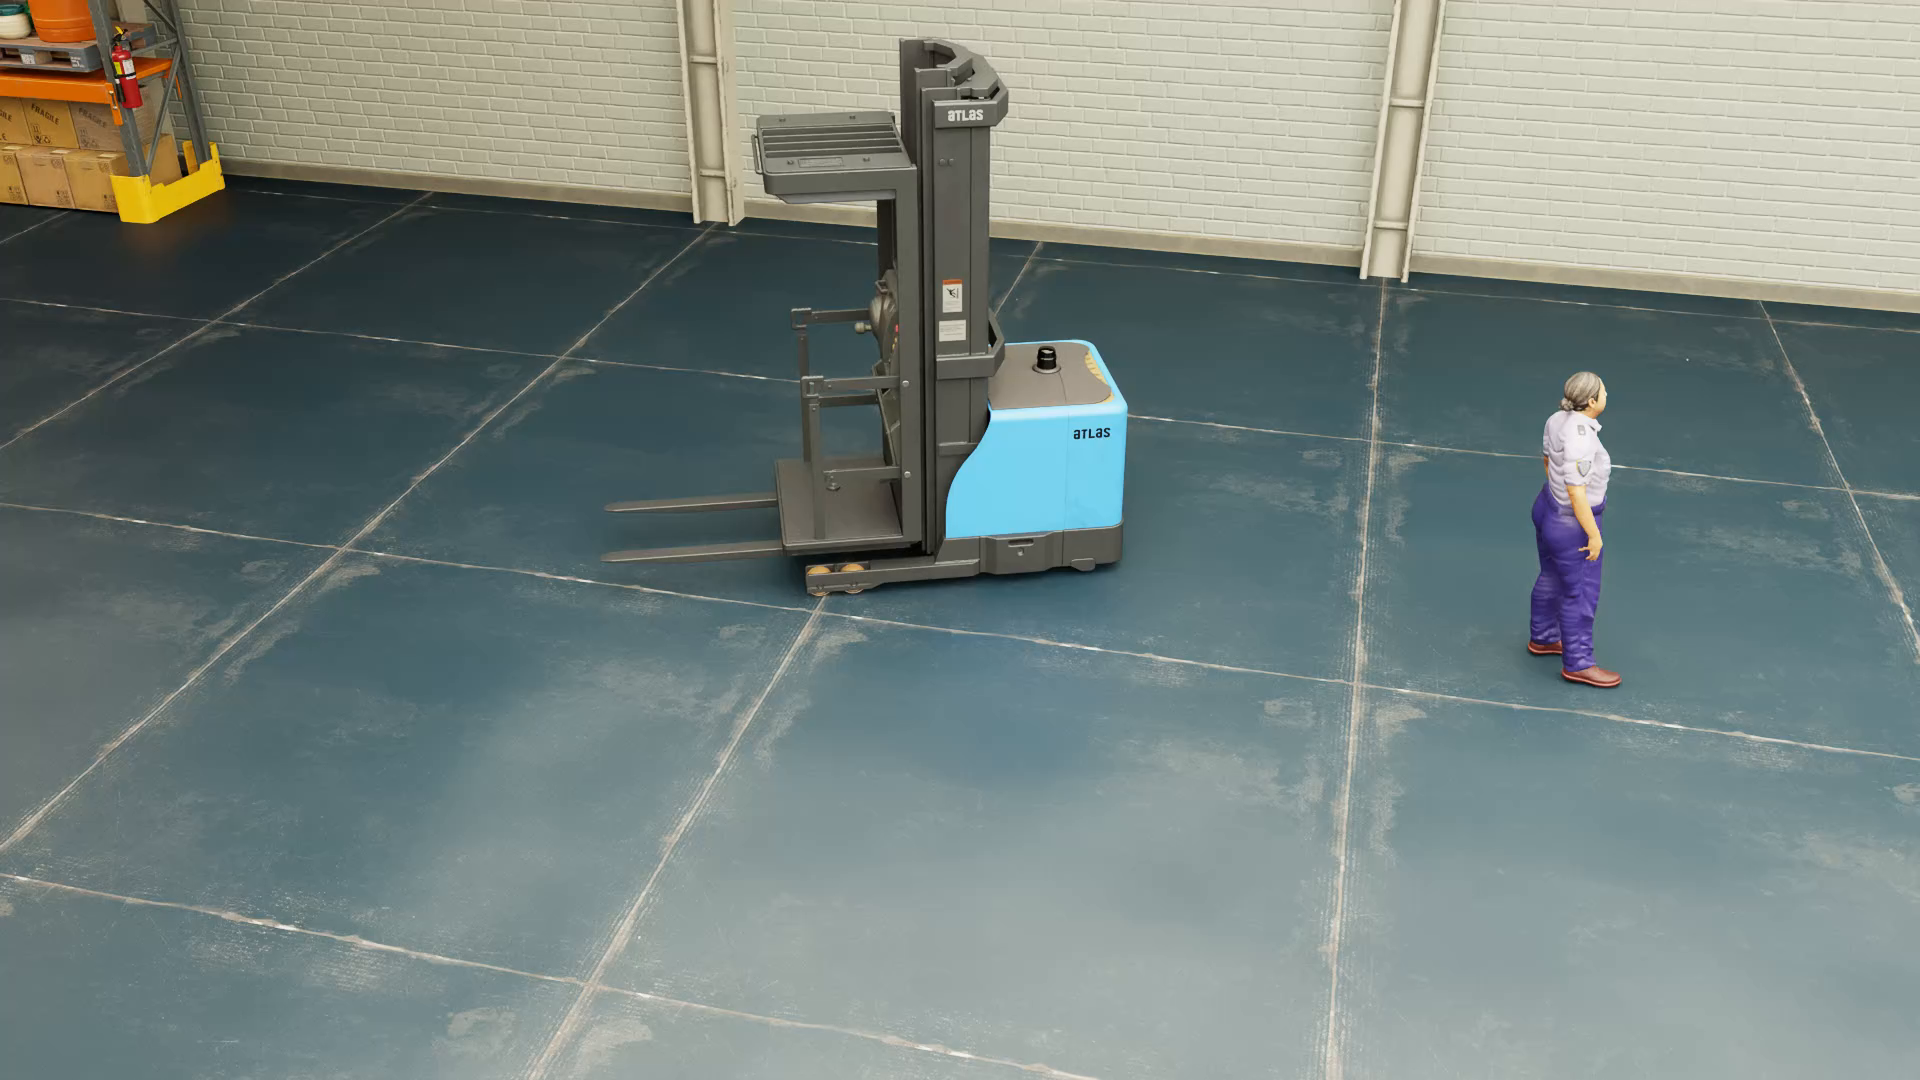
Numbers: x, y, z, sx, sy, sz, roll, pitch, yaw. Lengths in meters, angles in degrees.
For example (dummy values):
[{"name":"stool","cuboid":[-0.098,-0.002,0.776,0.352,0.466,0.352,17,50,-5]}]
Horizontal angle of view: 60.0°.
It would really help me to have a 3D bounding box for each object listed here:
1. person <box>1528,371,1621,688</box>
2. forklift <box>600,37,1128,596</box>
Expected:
[{"name":"person","cuboid":[3.245,-0.084,8.606,0.502,1.651,0.598,0,30,0]},{"name":"forklift","cuboid":[-0.602,-1.232,9.345,3.031,2.935,1.130,-4,30,-7]}]
